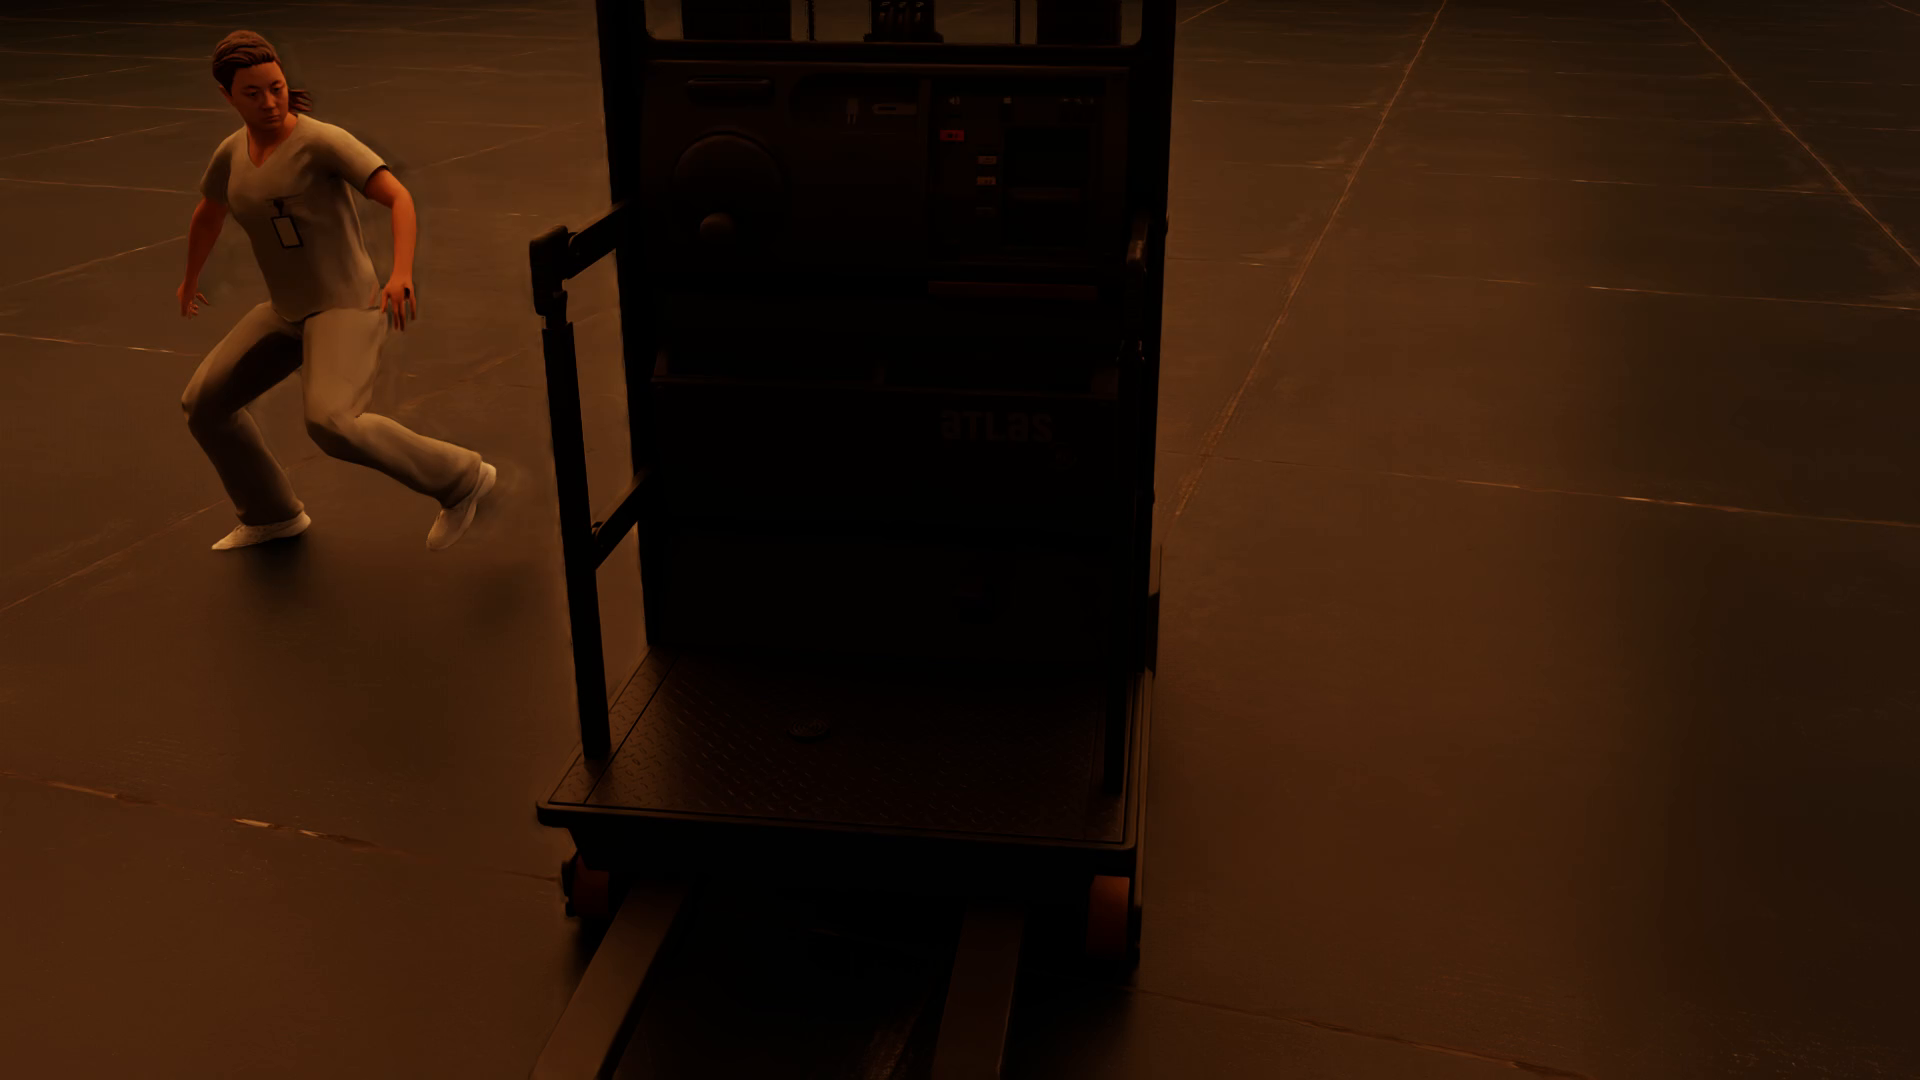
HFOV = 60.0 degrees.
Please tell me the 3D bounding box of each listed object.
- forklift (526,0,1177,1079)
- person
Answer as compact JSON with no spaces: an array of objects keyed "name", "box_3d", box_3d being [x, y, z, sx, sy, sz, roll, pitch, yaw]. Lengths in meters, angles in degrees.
[{"name":"forklift","box_3d":[-0.173,-0.693,2.957,1.130,2.935,3.031,3,23,7]},{"name":"person","box_3d":[-1.914,-0.664,4.798,1.011,1.560,0.499,12,25,26]}]
